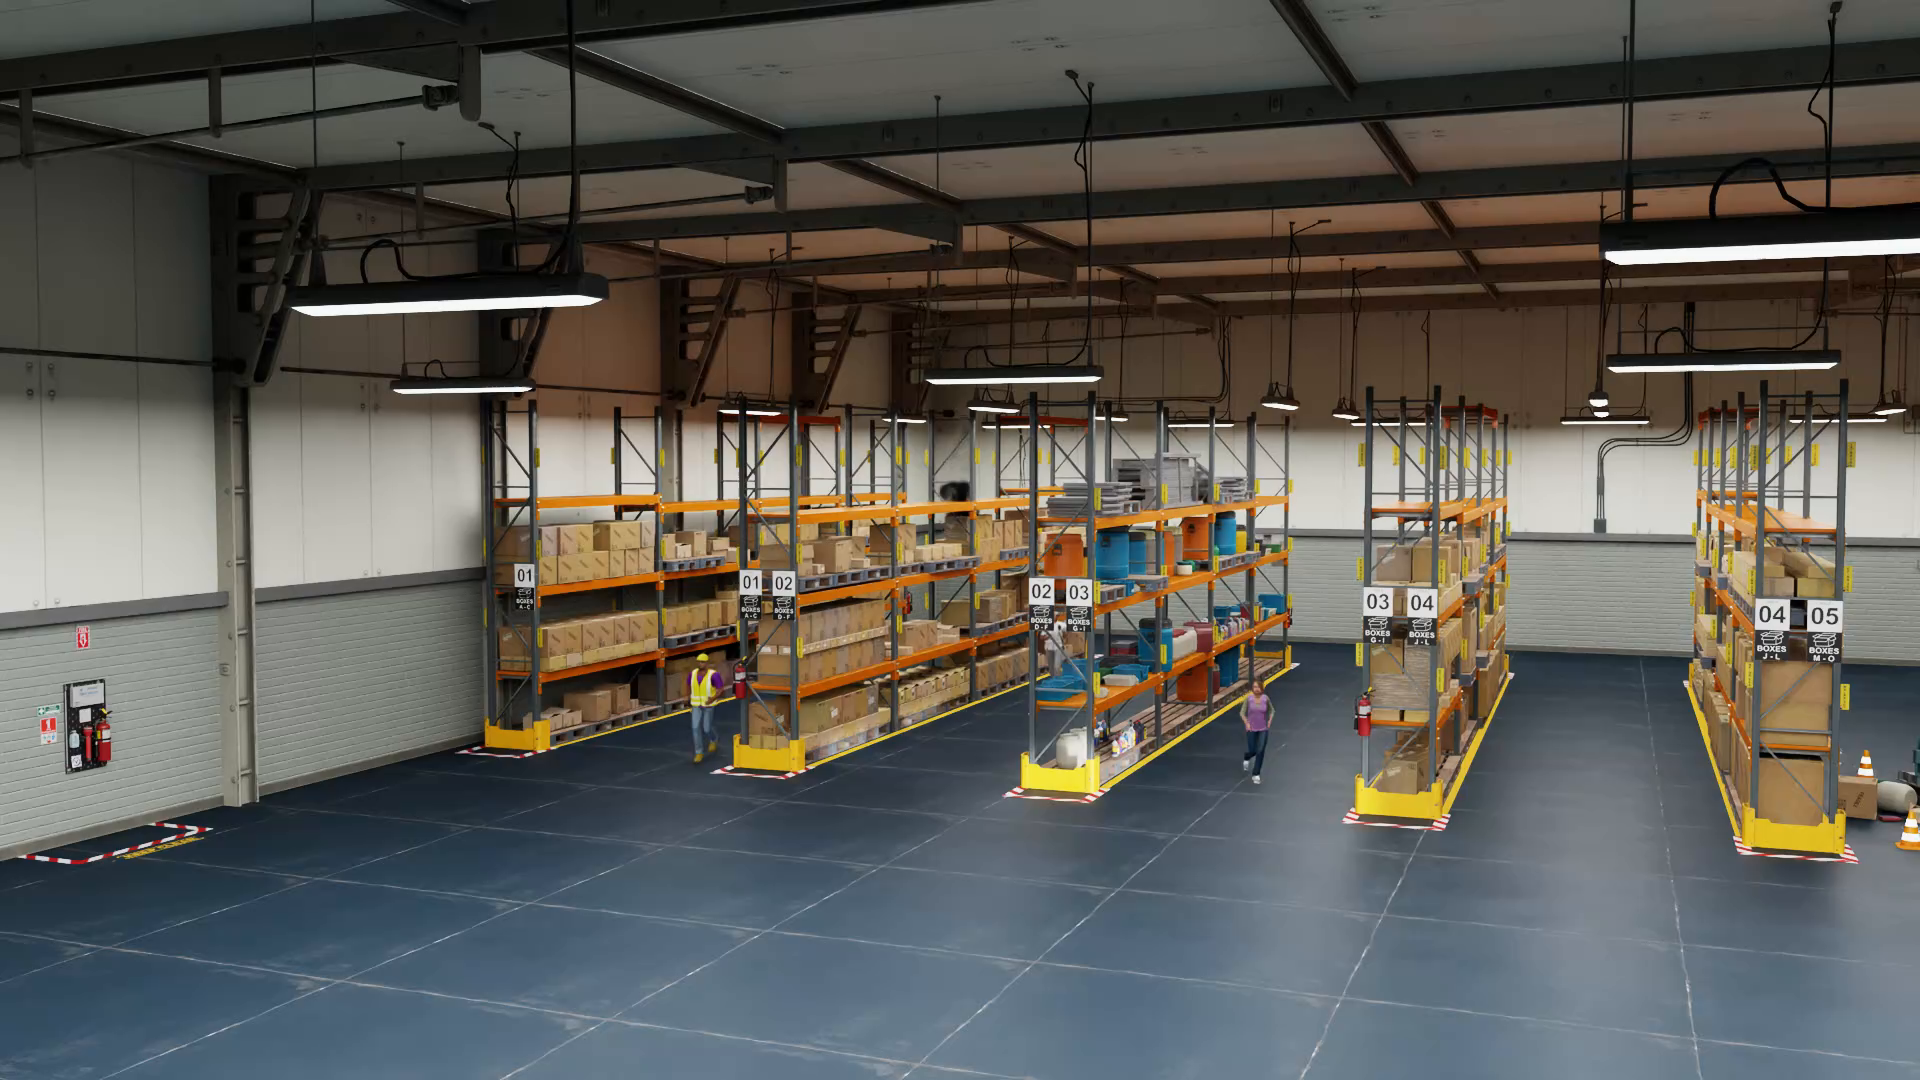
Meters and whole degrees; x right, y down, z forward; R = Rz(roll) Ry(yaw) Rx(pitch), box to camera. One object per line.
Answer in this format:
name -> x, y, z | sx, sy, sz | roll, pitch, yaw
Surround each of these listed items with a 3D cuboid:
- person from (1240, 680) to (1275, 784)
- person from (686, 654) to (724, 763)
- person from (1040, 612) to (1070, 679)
person -> 4.621, 2.968, 25.831 | 0.538, 1.560, 0.590 | 0, 3, 4
person -> -4.263, 2.765, 27.699 | 0.701, 1.774, 0.870 | 0, 3, 8
person -> 1.885, 2.229, 33.269 | 0.575, 1.735, 0.881 | 1, 3, 15
